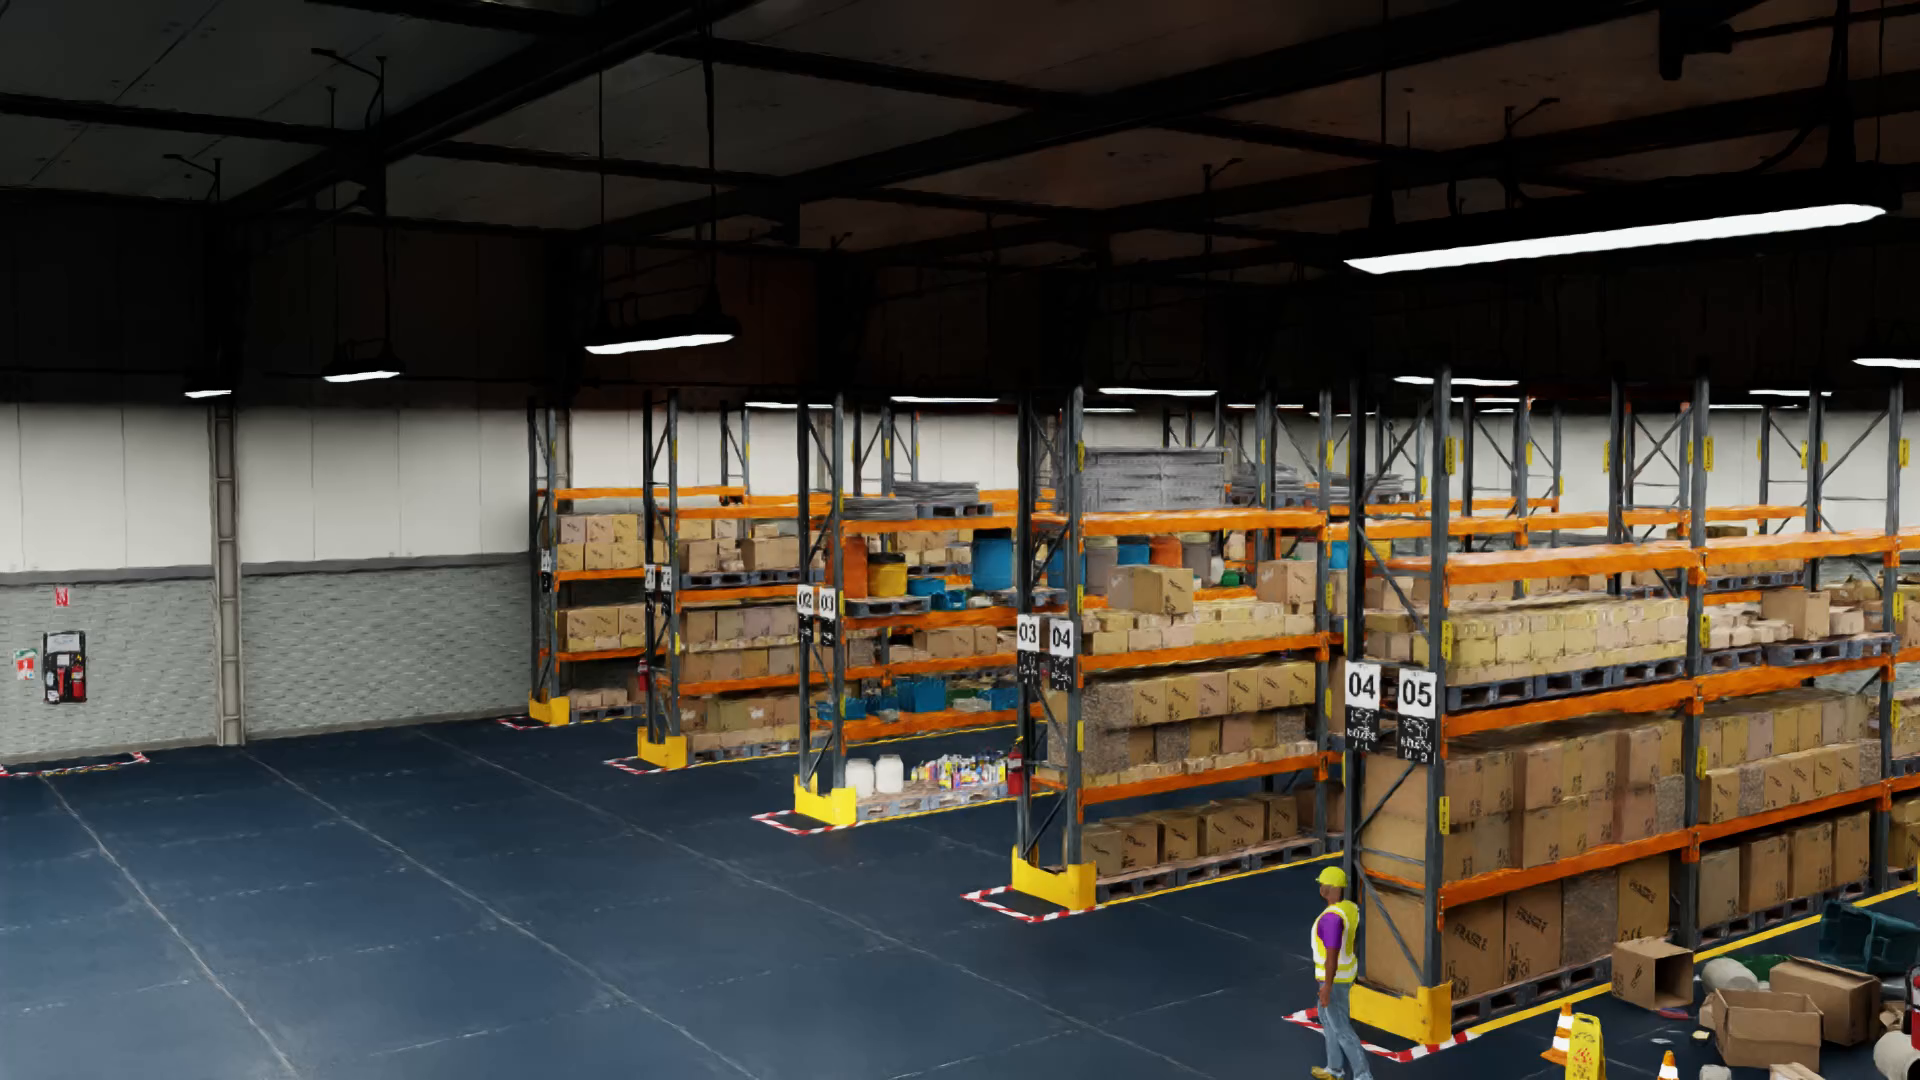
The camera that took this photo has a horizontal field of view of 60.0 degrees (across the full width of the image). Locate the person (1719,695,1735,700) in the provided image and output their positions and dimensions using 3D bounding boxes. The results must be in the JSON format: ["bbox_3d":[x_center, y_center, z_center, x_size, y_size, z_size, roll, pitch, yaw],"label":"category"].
[{"bbox_3d":[10.789,2.969,23.255,0.998,1.625,0.500,-3,4,-37],"label":"person"}]

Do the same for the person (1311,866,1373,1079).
[{"bbox_3d":[3.067,3.506,13.325,0.550,1.758,0.662,2,4,25],"label":"person"}]
